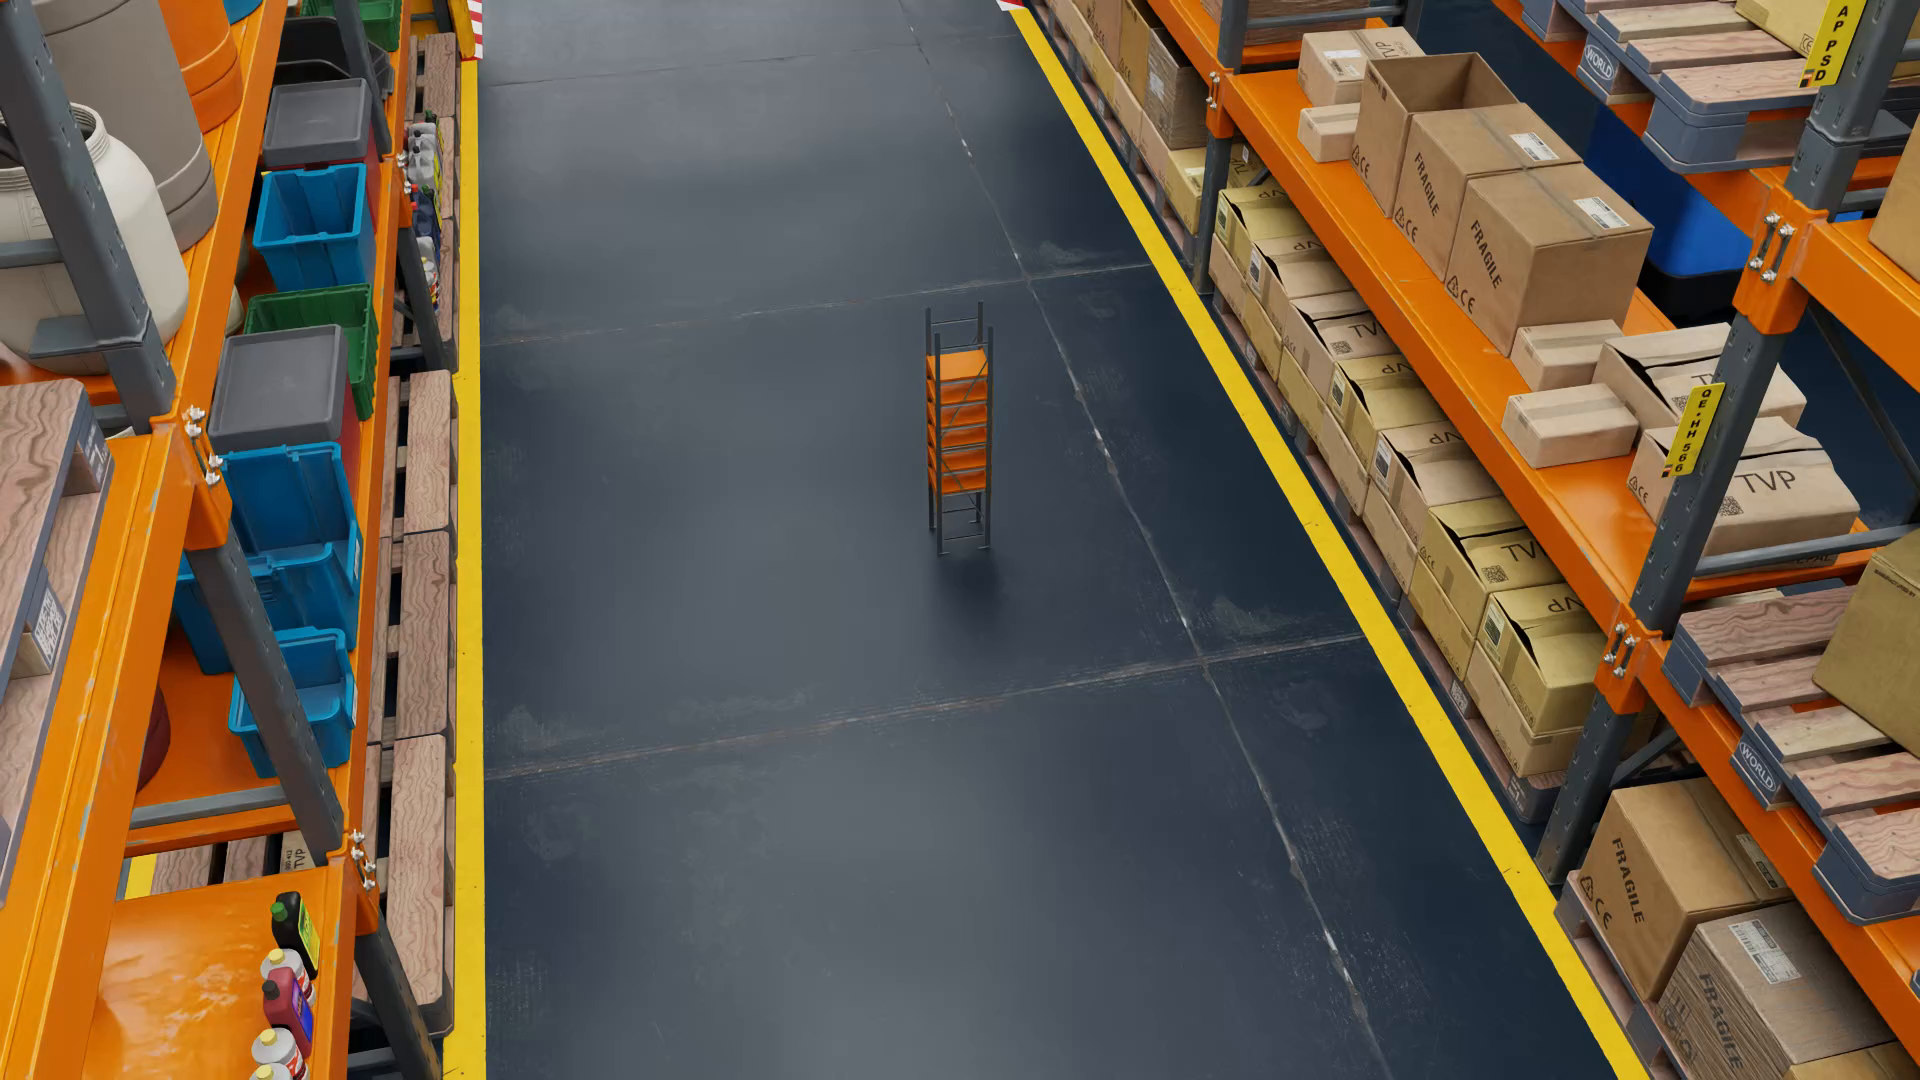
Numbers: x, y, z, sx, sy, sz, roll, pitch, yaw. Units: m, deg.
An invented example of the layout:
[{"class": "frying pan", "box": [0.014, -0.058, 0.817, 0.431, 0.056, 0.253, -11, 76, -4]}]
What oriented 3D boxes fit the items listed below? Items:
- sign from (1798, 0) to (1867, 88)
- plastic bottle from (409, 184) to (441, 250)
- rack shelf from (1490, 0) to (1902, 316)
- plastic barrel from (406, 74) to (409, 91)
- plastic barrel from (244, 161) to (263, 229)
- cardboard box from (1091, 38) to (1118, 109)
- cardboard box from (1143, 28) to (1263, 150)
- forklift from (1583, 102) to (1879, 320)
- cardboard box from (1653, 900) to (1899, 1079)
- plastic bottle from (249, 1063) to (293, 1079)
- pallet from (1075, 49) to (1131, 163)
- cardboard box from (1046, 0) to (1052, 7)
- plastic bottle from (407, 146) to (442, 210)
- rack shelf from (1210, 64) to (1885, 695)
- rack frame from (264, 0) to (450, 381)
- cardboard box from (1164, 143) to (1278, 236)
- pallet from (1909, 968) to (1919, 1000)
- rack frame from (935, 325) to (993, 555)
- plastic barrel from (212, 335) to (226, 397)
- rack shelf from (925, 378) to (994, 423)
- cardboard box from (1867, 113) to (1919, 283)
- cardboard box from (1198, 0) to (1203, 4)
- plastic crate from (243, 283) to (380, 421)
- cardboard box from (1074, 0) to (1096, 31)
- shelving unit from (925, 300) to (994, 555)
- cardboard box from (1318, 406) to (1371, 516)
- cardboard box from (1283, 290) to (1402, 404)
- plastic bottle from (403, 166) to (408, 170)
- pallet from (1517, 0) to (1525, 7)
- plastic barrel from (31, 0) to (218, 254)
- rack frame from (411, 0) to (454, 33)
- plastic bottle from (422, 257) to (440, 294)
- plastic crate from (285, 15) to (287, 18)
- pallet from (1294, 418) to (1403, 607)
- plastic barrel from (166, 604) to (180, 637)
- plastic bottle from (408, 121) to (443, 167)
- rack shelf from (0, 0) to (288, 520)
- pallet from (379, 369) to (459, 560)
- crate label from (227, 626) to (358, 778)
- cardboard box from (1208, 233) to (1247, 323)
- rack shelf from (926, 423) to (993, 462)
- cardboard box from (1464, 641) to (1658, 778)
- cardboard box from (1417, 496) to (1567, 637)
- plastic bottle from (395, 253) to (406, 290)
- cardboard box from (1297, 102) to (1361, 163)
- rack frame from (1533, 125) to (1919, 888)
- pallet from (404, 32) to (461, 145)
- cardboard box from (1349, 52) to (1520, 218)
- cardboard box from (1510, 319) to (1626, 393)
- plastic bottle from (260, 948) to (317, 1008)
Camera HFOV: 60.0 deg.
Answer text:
[{"class": "sign", "box": [2.089, -1.230, 3.949, 0.100, 0.325, 0.005, -8, 42, -9]}, {"class": "plastic bottle", "box": [-2.878, -1.724, 8.878, 0.144, 0.351, 0.185, -10, 43, -11]}, {"class": "rack shelf", "box": [2.201, -2.108, 5.930, 1.077, 0.370, 4.000, -8, 42, -9]}, {"class": "plastic barrel", "box": [-3.606, -2.924, 10.124, 0.421, 0.512, 0.421, 0, 42, 0]}, {"class": "plastic barrel", "box": [-3.280, -1.738, 6.853, 0.600, 0.901, 0.708, -8, 42, -9]}, {"class": "cardboard box", "box": [1.127, -2.922, 10.319, 0.500, 0.250, 0.500, -8, 42, -9]}, {"class": "cardboard box", "box": [1.359, -2.556, 9.342, 0.500, 0.500, 0.500, -8, 42, -9]}, {"class": "forklift", "box": [5.000, -2.784, 8.460, 3.031, 2.935, 1.130, -9, 42, -10]}, {"class": "cardboard box", "box": [2.571, 1.486, 5.150, 0.500, 0.500, 0.500, -10, 43, -11]}, {"class": "plastic bottle", "box": [-1.623, 1.313, 3.942, 0.097, 0.201, 0.097, 0, 42, 0]}, {"class": "pallet", "box": [1.372, -2.823, 10.553, 1.003, 0.211, 1.213, -8, 42, -9]}, {"class": "cardboard box", "box": [0.805, -3.894, 11.414, 0.500, 0.250, 0.500, -8, 42, -9]}, {"class": "plastic bottle", "box": [-2.969, -1.999, 9.188, 0.144, 0.351, 0.185, -9, 42, -10]}, {"class": "rack shelf", "box": [2.201, -0.987, 6.926, 1.077, 0.370, 4.000, -8, 42, -9]}, {"class": "rack frame", "box": [-3.068, -1.845, 7.350, 1.000, 3.000, 0.127, -8, 42, -9]}, {"class": "cardboard box", "box": [1.456, -1.950, 9.224, 0.500, 0.250, 0.500, -8, 42, -9]}, {"class": "pallet", "box": [3.057, 1.372, 3.871, 1.003, 0.211, 1.213, -8, 42, -9]}, {"class": "rack frame", "box": [0.017, -0.399, 7.077, 0.240, 1.200, 0.006, -8, 42, -9]}, {"class": "plastic barrel", "box": [-2.917, -0.768, 6.036, 0.433, 0.535, 0.433, 0, 42, 0]}, {"class": "rack shelf", "box": [-0.003, -0.604, 7.014, 0.258, 0.103, 0.180, -8, 42, -9]}, {"class": "cardboard box", "box": [2.760, -0.841, 3.884, 0.910, 0.500, 0.500, -8, 42, -9]}, {"class": "cardboard box", "box": [1.547, -3.217, 8.821, 0.700, 0.500, 0.500, -9, 42, -10]}, {"class": "plastic crate", "box": [-2.416, -0.677, 6.195, 0.450, 0.188, 0.662, -8, 42, -9]}, {"class": "cardboard box", "box": [1.035, -3.529, 10.437, 0.500, 0.500, 0.500, -8, 42, -9]}, {"class": "shelving unit", "box": [-0.003, -0.458, 7.144, 0.258, 1.200, 0.189, -8, 42, -9]}, {"class": "cardboard box", "box": [1.947, -0.387, 7.463, 0.500, 0.250, 0.500, -8, 42, -8]}, {"class": "cardboard box", "box": [1.831, -0.926, 7.648, 0.500, 0.311, 0.500, -10, 43, -11]}, {"class": "plastic bottle", "box": [-3.118, -2.018, 9.322, 0.097, 0.201, 0.097, 0, 42, 0]}, {"class": "pallet", "box": [2.155, -2.162, 5.591, 1.003, 0.211, 1.213, -7, 42, -7]}, {"class": "plastic barrel", "box": [-2.170, -1.125, 3.902, 0.600, 0.901, 0.600, 0, 42, 0]}, {"class": "rack frame", "box": [-3.931, -4.438, 10.271, 1.000, 3.000, 0.127, -8, 42, -9]}, {"class": "plastic bottle", "box": [-2.753, -1.364, 8.585, 0.097, 0.201, 0.097, 0, 42, 0]}, {"class": "plastic crate", "box": [-3.572, -2.468, 8.164, 0.499, 0.251, 0.616, -8, 42, -9]}, {"class": "pallet", "box": [2.233, -0.245, 7.649, 1.003, 0.211, 1.213, -8, 42, -9]}, {"class": "plastic barrel", "box": [-2.635, 0.070, 5.109, 0.421, 0.512, 0.421, 0, 42, 0]}, {"class": "plastic bottle", "box": [-3.079, -2.289, 9.571, 0.152, 0.276, 0.135, -8, 42, -9]}, {"class": "rack shelf", "box": [-2.636, -1.401, 5.133, 1.077, 0.370, 4.000, -8, 42, -9]}, {"class": "pallet", "box": [-2.861, -0.298, 7.709, 1.003, 0.211, 1.213, -8, 42, -9]}, {"class": "crate label", "box": [-1.929, 0.484, 4.853, 0.303, 0.233, 0.416, -8, 42, -9]}, {"class": "cardboard box", "box": [1.615, -1.384, 8.586, 0.500, 0.250, 0.500, -9, 42, -10]}, {"class": "rack shelf", "box": [-0.003, -0.425, 7.174, 0.258, 0.103, 0.180, -8, 42, -9]}, {"class": "cardboard box", "box": [2.281, 0.606, 6.345, 0.500, 0.250, 0.500, -7, 42, -8]}, {"class": "cardboard box", "box": [2.161, 0.062, 6.535, 0.500, 0.311, 0.500, -9, 42, -10]}, {"class": "plastic bottle", "box": [-2.909, -1.453, 8.624, 0.061, 0.283, 0.133, -8, 42, -9]}, {"class": "cardboard box", "box": [1.761, -1.855, 7.551, 0.380, 0.149, 0.250, -8, 42, -9]}, {"class": "rack frame", "box": [2.633, 0.041, 5.226, 1.000, 3.000, 0.127, -8, 42, -9]}, {"class": "pallet", "box": [-3.699, -2.825, 10.555, 1.003, 0.211, 1.213, -8, 42, -9]}, {"class": "cardboard box", "box": [2.033, -1.748, 7.166, 0.500, 0.500, 0.500, -6, 42, -6]}, {"class": "cardboard box", "box": [2.303, -0.684, 6.232, 0.380, 0.149, 0.250, -5, 42, -6]}, {"class": "plastic bottle", "box": [-1.694, 1.101, 4.182, 0.097, 0.201, 0.097, 0, 42, 0]}]
